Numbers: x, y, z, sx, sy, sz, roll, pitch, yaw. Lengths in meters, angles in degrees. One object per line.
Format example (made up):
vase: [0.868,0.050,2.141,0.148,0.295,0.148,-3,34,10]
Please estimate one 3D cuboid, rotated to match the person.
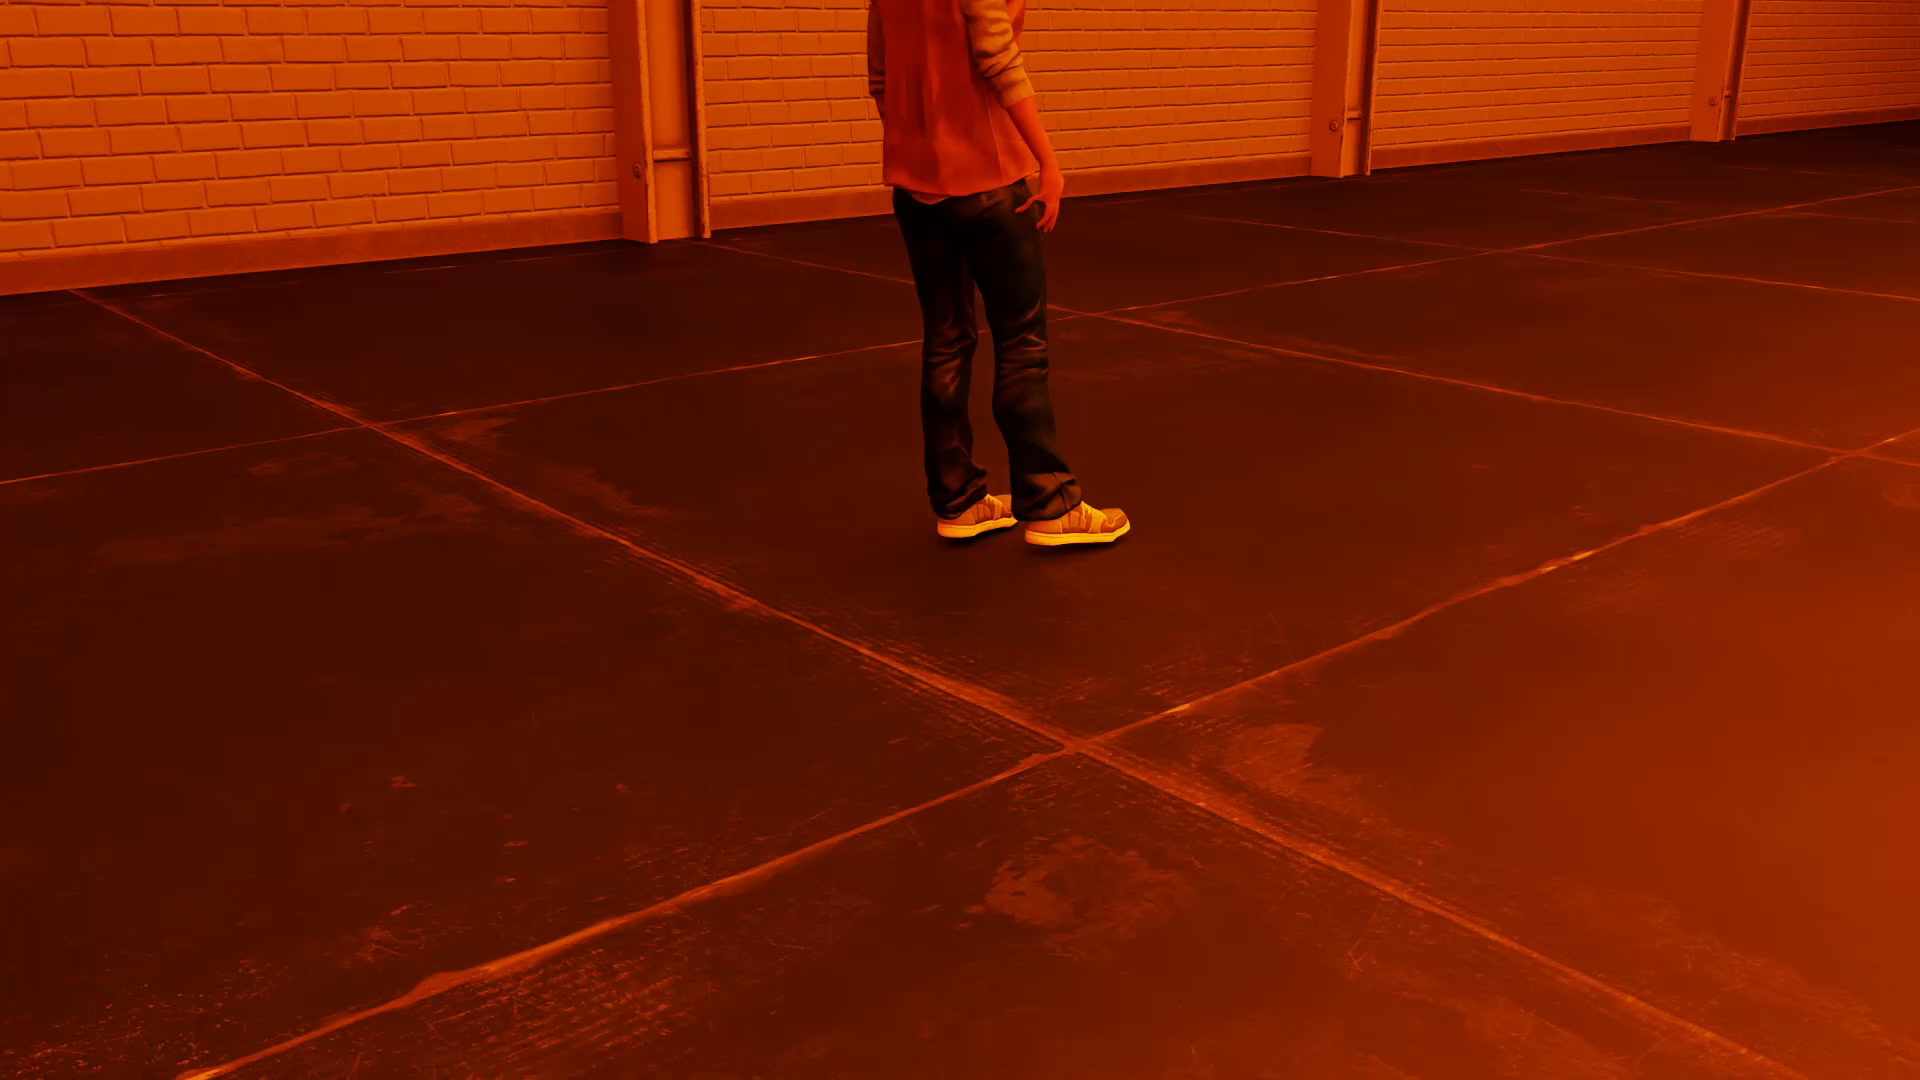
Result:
person: [0.068,-0.779,3.642,0.473,1.599,0.514,-14,22,-38]
